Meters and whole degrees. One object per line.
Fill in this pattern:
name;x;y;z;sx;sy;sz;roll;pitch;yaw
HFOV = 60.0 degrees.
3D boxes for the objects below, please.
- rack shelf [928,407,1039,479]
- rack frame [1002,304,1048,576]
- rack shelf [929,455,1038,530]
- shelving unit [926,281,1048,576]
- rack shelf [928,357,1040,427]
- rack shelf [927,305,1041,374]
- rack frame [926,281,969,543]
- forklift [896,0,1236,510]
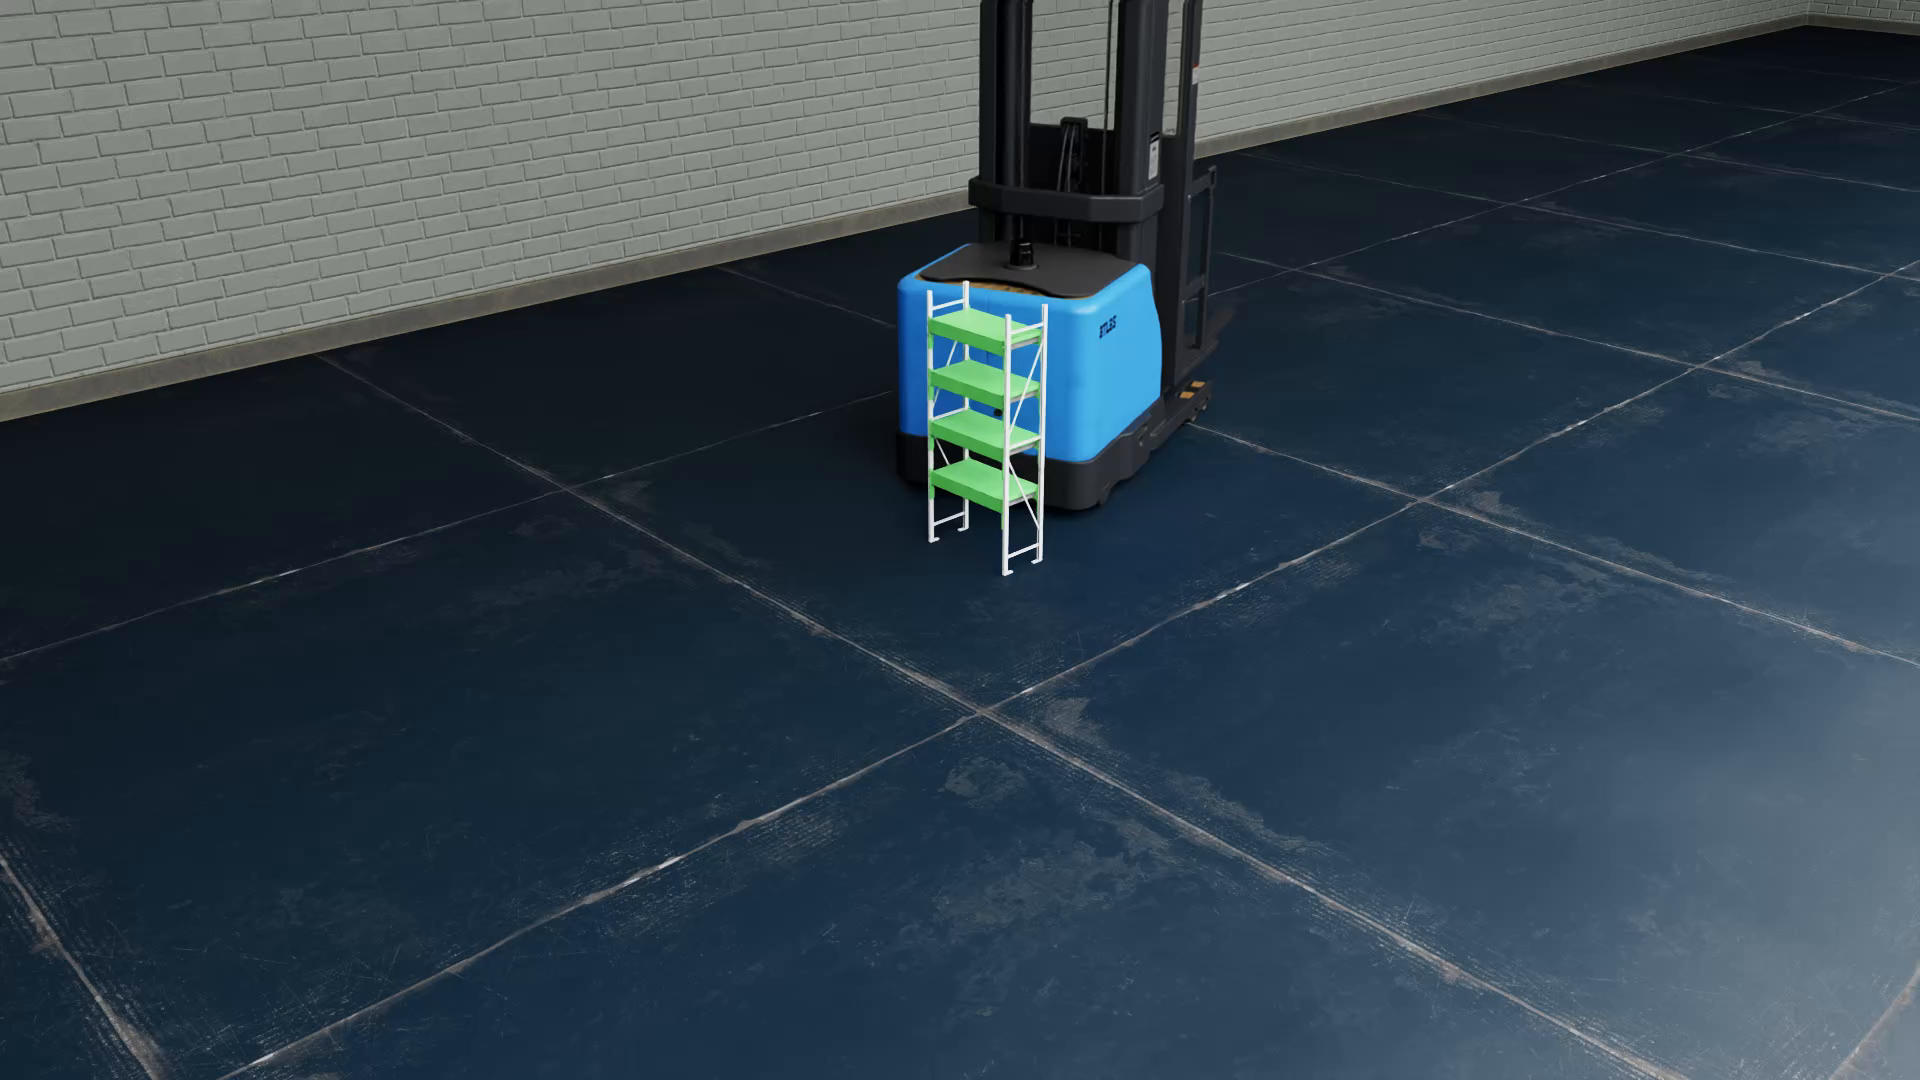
rack shelf;0.113;-0.438;7.418;0.258;0.148;0.480;-21;32;-38
rack frame;0.280;-0.422;7.229;0.240;1.200;0.015;-21;32;-38
rack shelf;0.113;-0.219;7.517;0.258;0.148;0.480;-21;32;-38
shelving unit;0.113;-0.496;7.391;0.258;1.200;0.503;-21;32;-38
rack shelf;0.113;-0.656;7.318;0.258;0.148;0.480;-21;32;-38
rack shelf;0.113;-0.874;7.218;0.258;0.148;0.480;-21;32;-38
rack frame;-0.054;-0.570;7.553;0.240;1.200;0.015;-21;32;-38
forklift;0.769;-2.057;8.728;1.130;2.935;3.031;11;27;23
